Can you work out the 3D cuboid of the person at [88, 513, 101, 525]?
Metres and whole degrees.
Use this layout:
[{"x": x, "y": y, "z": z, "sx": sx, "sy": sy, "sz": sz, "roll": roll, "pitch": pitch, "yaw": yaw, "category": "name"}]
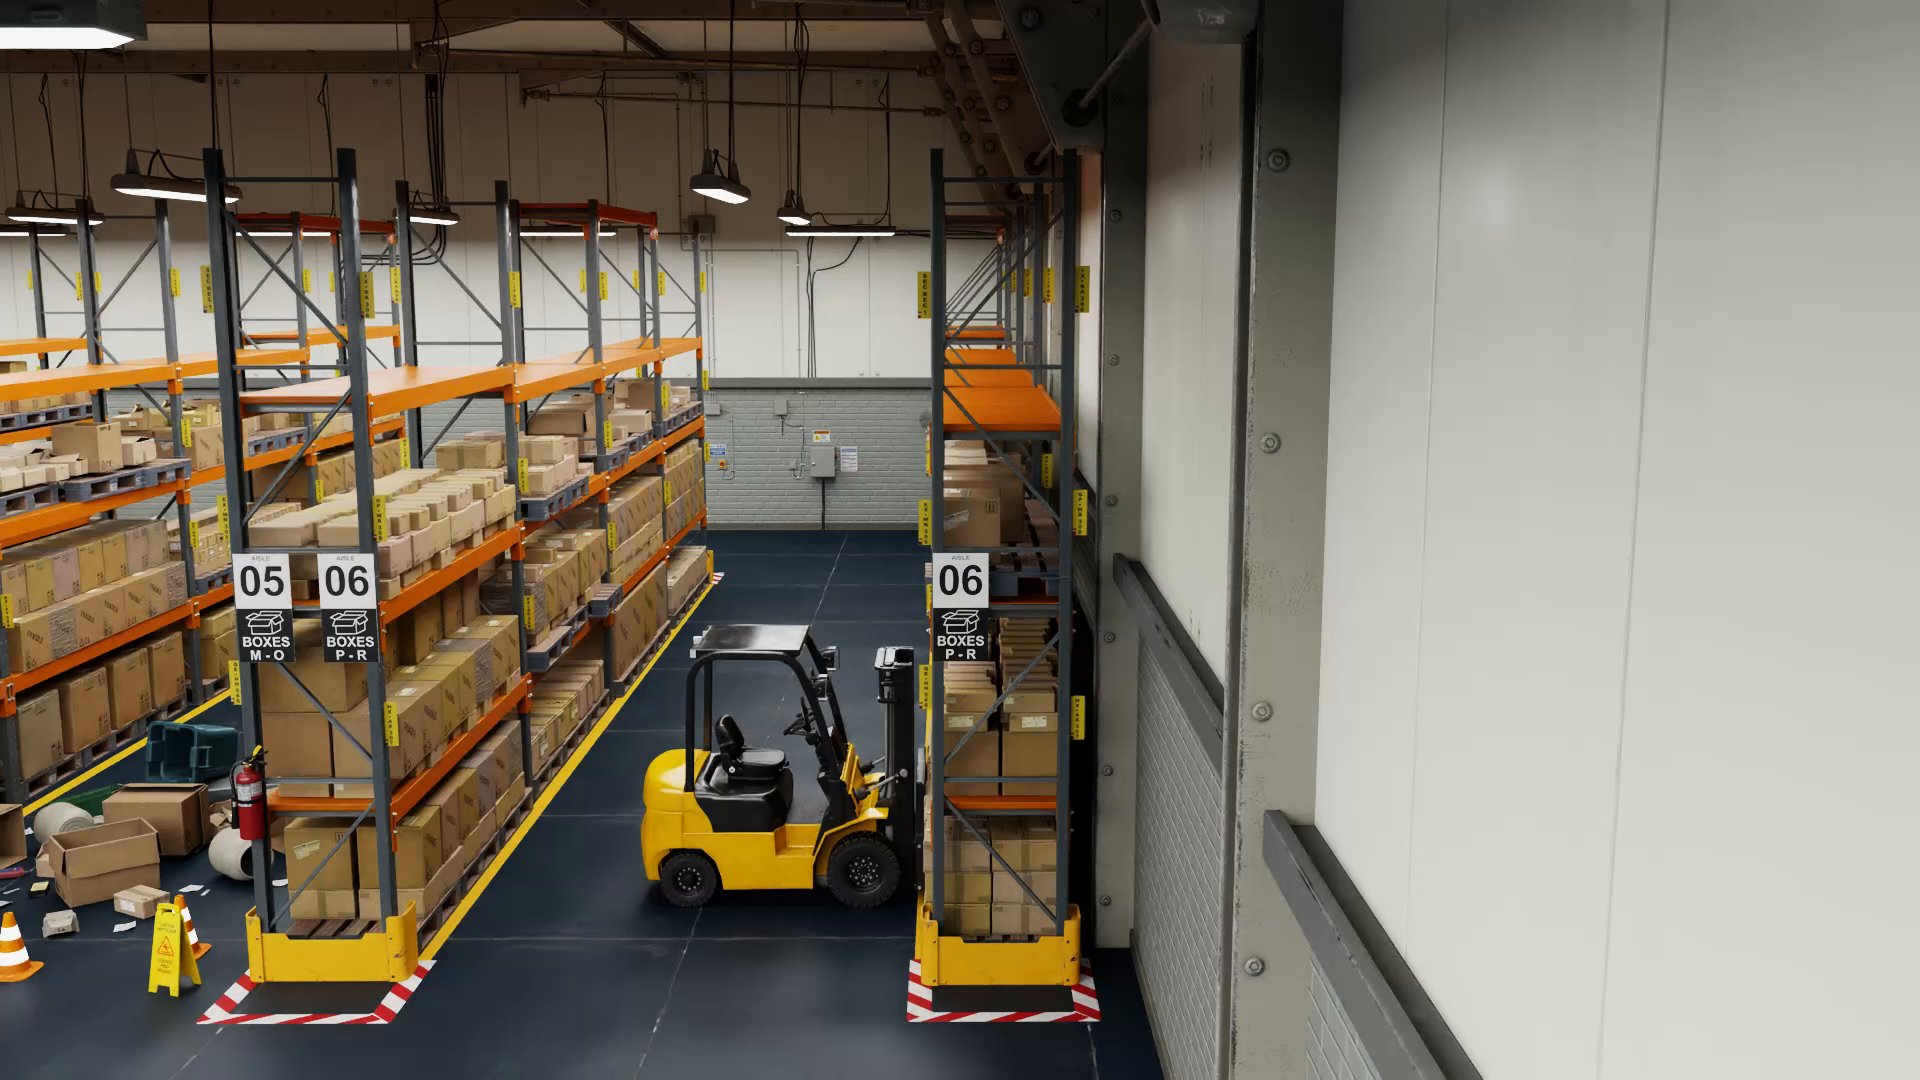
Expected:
[{"x": -12.812, "y": 0.394, "z": 24.778, "sx": 0.612, "sy": 1.658, "sz": 0.651, "roll": 0, "pitch": 9, "yaw": -3, "category": "person"}]
